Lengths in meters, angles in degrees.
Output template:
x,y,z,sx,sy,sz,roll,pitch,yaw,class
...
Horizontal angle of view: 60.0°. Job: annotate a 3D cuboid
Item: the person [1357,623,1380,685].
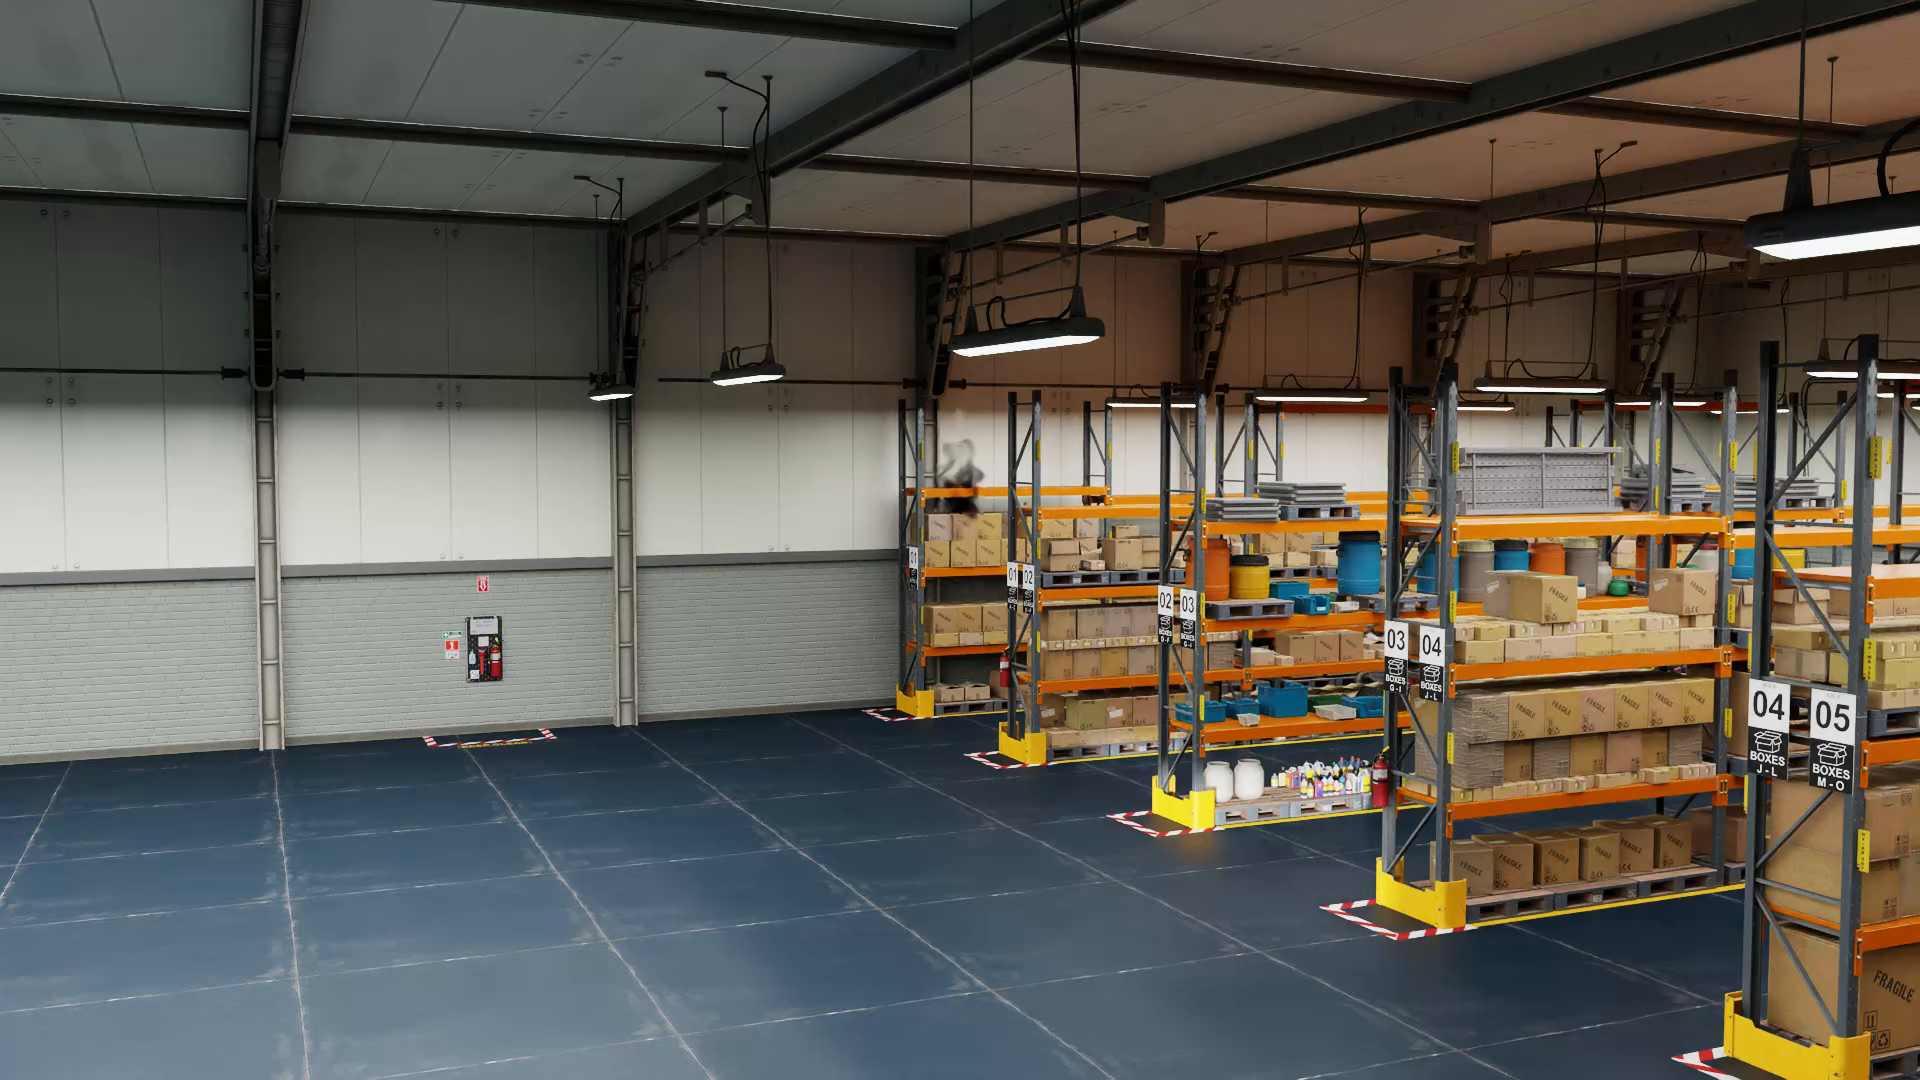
x,y,z,sx,sy,sz,roll,pitch,yaw,class
8.047,2.425,32.493,0.776,1.754,0.584,-2,4,-25,person
